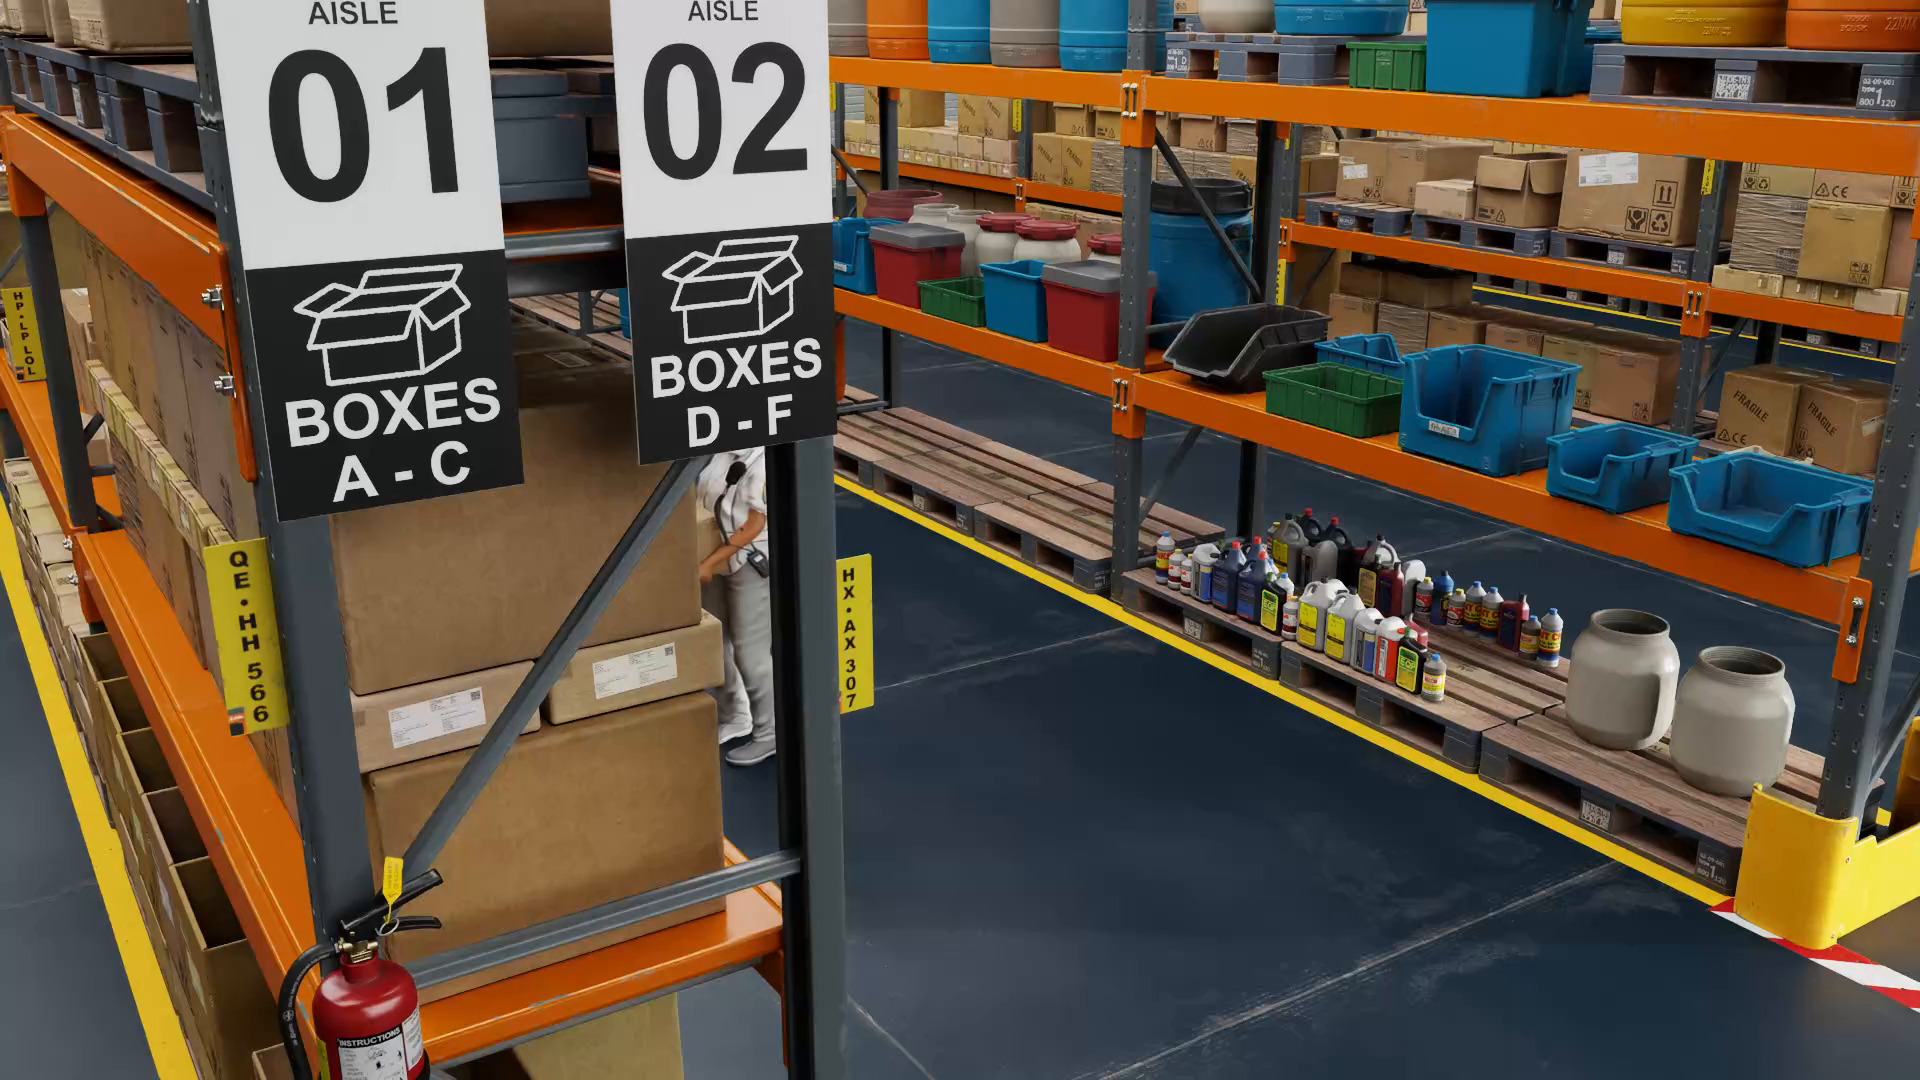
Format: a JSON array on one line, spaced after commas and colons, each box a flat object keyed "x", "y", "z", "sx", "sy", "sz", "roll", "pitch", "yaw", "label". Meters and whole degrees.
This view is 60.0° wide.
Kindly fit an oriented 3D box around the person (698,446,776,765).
[{"x": -0.992, "y": 0.141, "z": 7.137, "sx": 0.515, "sy": 1.653, "sz": 0.447, "roll": -12, "pitch": 21, "yaw": -31, "label": "person"}]
